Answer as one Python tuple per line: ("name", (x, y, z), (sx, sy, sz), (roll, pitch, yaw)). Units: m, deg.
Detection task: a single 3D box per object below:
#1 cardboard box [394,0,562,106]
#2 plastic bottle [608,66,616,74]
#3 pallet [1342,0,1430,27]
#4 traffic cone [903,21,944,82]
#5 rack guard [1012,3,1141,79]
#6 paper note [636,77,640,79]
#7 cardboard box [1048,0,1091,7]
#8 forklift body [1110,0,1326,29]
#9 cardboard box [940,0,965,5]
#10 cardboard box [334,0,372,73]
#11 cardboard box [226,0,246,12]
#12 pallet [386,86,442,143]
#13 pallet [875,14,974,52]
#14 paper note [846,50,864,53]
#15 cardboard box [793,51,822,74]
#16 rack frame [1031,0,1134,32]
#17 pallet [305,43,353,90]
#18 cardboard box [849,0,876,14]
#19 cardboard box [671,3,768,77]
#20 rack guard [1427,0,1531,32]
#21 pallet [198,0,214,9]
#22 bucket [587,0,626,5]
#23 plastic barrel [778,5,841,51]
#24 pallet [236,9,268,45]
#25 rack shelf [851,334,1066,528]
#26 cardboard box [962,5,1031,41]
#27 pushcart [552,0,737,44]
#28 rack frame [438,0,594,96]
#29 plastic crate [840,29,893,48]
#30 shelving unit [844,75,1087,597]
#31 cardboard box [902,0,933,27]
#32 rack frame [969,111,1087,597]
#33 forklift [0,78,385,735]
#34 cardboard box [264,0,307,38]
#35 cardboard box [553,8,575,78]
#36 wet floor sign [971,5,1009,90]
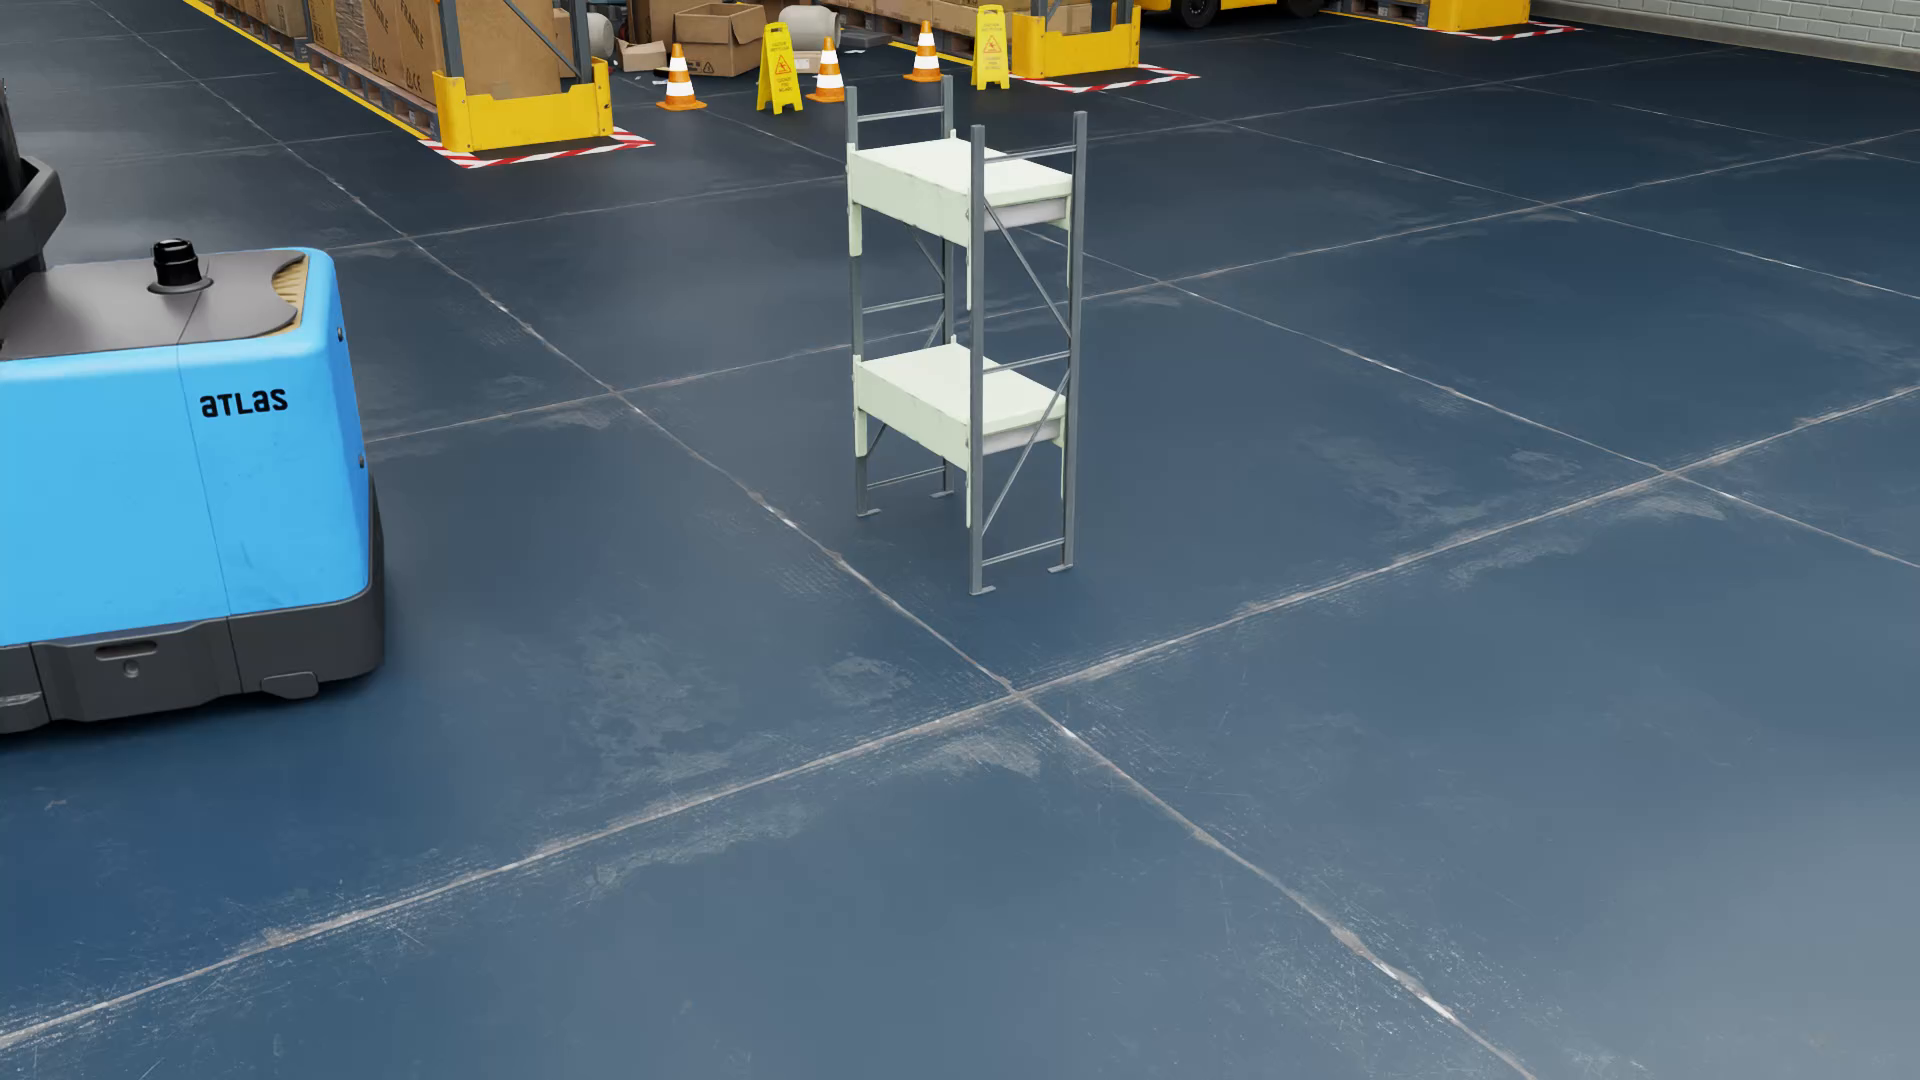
("cardboard box", (-3.479, -3.649, 11.963), (0.875, 0.875, 0.875), (-15, 29, -29))
("plastic bottle", (-3.062, -3.983, 14.115), (0.133, 0.061, 0.283), (18, 31, 33))
("pallet", (4.743, -5.544, 17.246), (1.003, 0.211, 1.213), (-16, 29, -30))
("traffic cone", (-0.277, -4.089, 13.869), (0.336, 0.463, 0.334), (-16, 29, -30))
("rack guard", (0.997, -4.280, 14.230), (1.175, 0.500, 0.348), (-16, 29, -30))
("paper note", (-2.701, -3.877, 13.951), (0.032, 0.001, 0.123), (-1, 25, -3))
("cardboard box", (0.817, -5.030, 14.741), (0.500, 0.500, 0.500), (-17, 30, -31))
("forklift body", (2.632, -6.410, 16.809), (2.313, 2.155, 1.214), (-16, 29, -30))
("cardboard box", (0.095, -5.080, 14.848), (0.500, 0.500, 0.500), (-14, 29, -28))
("cardboard box", (-4.457, -4.290, 13.321), (0.875, 0.875, 0.875), (-15, 29, -29))
("cardboard box", (-6.684, -5.676, 16.404), (1.050, 0.750, 0.750), (-15, 29, -29))
("pallet", (-3.556, -3.200, 12.281), (1.003, 0.211, 1.213), (-16, 29, -30))
("pallet", (-0.079, -4.884, 15.848), (1.003, 0.211, 1.213), (-16, 29, -30))
("paper note", (-0.955, -4.459, 15.160), (0.148, 0.019, 0.142), (18, 31, 33))
("cardboard box", (-1.369, -4.091, 14.242), (0.380, 0.149, 0.250), (-1, 25, -3))
("rack frame", (1.039, -5.383, 13.639), (1.000, 3.000, 0.127), (-16, 29, -30))
("pallet", (-4.888, -4.072, 14.130), (1.003, 0.211, 1.213), (-16, 29, -30))
("cardboard box", (-0.748, -5.298, 16.187), (0.500, 0.250, 0.500), (-14, 29, -27))
("cardboard box", (-2.041, -4.292, 14.252), (0.637, 0.503, 0.797), (7, 26, 15))
("rack guard", (5.209, -5.402, 16.607), (1.175, 0.500, 0.348), (-16, 29, -30))
("pallet", (-7.846, -6.073, 18.368), (1.003, 0.211, 1.213), (-16, 29, -30))
("bucket", (-3.231, -5.319, 15.558), (0.726, 0.611, 0.620), (-6, 16, -12))
("plastic barrel", (-1.357, -4.604, 15.006), (0.512, 0.421, 0.421), (3, 25, 6))
("pallet", (-6.392, -5.058, 16.217), (1.003, 0.211, 1.213), (-16, 29, -30))
("rack shelf", (0.004, -0.381, 5.564), (0.431, 0.370, 0.720), (-16, 29, -30))
("cardboard box", (0.359, -4.564, 14.634), (0.500, 0.250, 0.500), (-16, 29, -30))
("pushcart", (-3.028, -5.078, 16.066), (0.936, 0.377, 1.648), (18, 31, 33))
("rack frame", (-3.053, -4.193, 11.118), (1.000, 3.000, 0.127), (-16, 29, -30))
("plastic crate", (-0.975, -4.740, 15.698), (0.583, 0.080, 0.402), (18, 31, 33))
("shelving unit", (0.004, -0.676, 5.425), (0.431, 1.500, 0.755), (-16, 29, -30))
("cardboard box", (-0.194, -4.929, 15.406), (0.500, 0.250, 0.500), (-17, 30, -31))
("rack frame", (0.203, -0.545, 5.147), (0.400, 1.500, 0.023), (-16, 29, -30))
("forklift", (-3.253, -0.895, 4.213), (3.031, 2.935, 1.130), (-8, 26, -16))
("cardboard box", (-5.651, -4.997, 14.966), (1.050, 0.750, 0.750), (-16, 29, -30))
("cardboard box", (-3.530, -4.178, 14.013), (0.500, 0.500, 0.500), (-10, 27, -21))
("wet floor sign", (0.246, -4.001, 13.469), (0.267, 0.644, 0.232), (-6, 26, -12))
